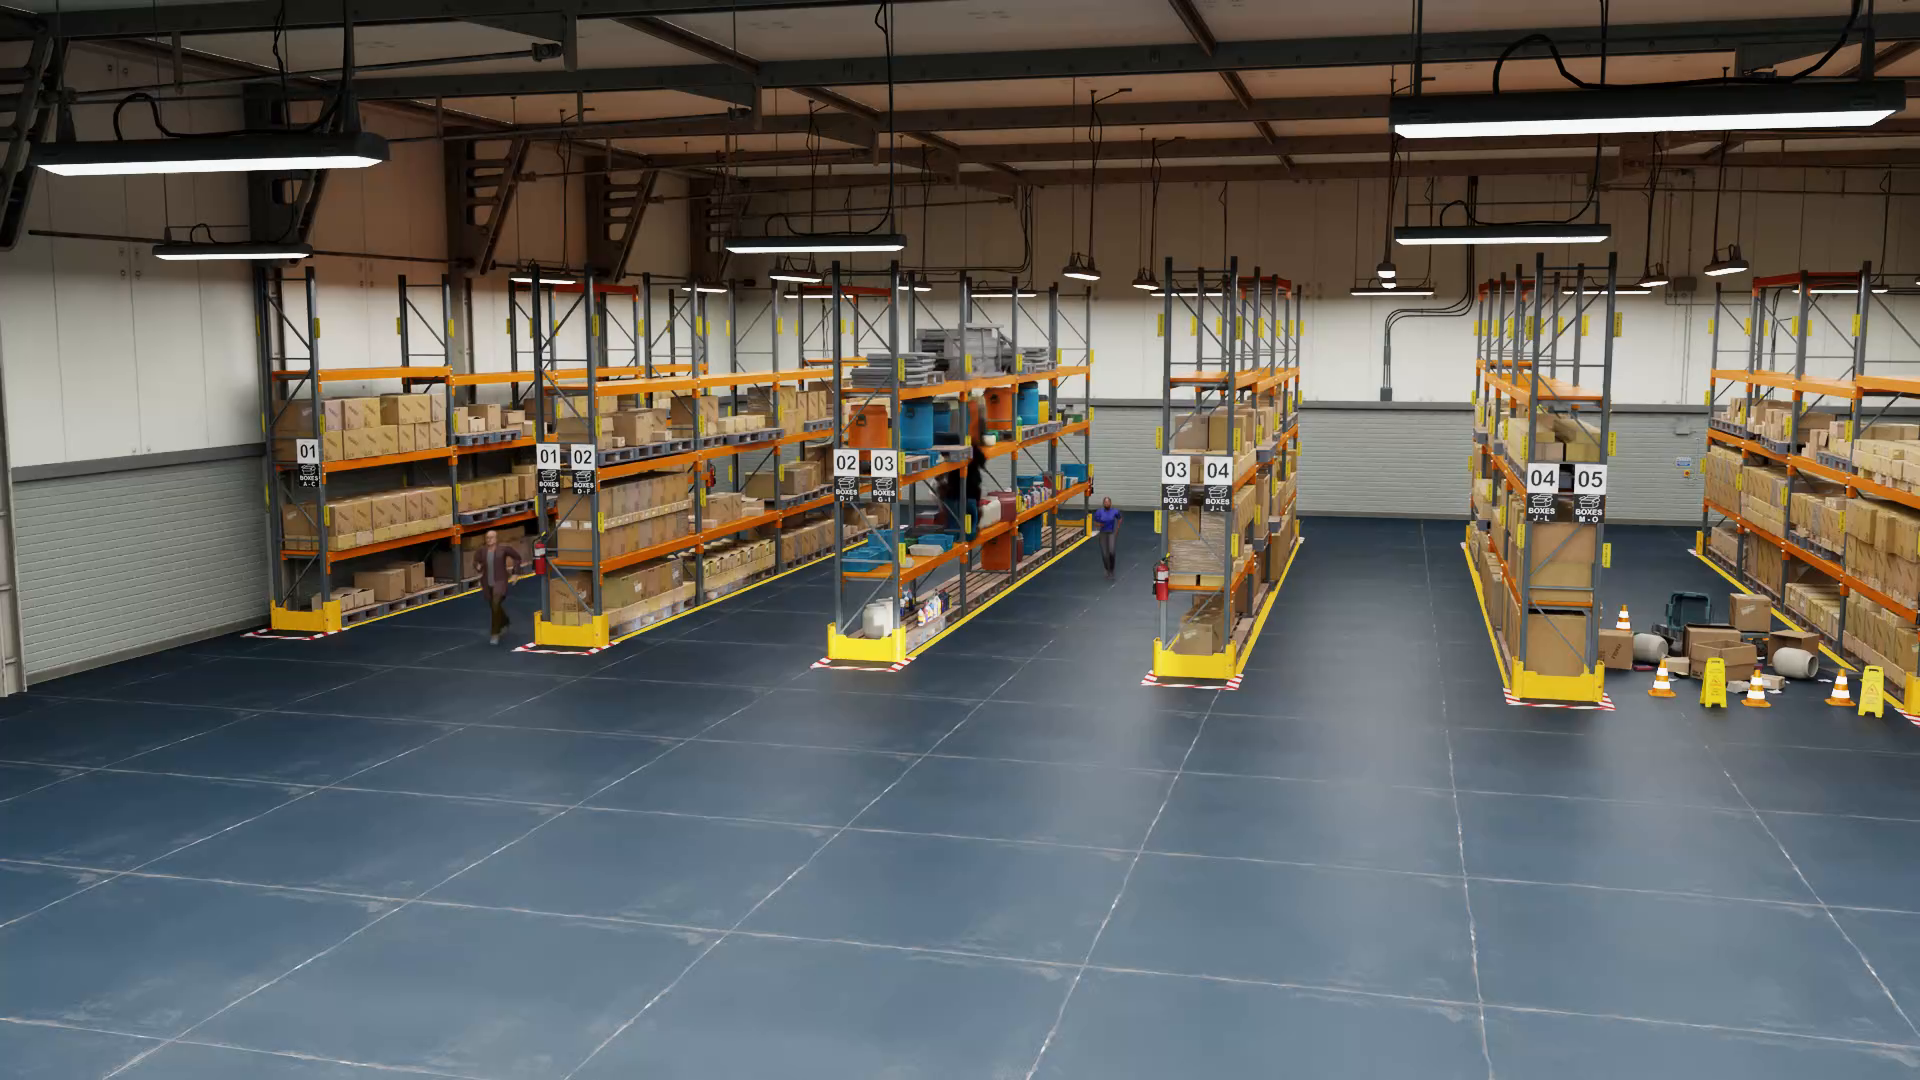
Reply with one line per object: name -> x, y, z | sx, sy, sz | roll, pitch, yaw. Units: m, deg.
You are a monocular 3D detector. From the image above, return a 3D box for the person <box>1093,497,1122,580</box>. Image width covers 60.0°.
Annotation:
person -> 2.960, -0.038, 33.444 | 0.559, 1.673, 0.758 | 1, 7, 10

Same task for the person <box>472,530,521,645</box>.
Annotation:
person -> -7.481, 0.738, 26.825 | 0.726, 1.822, 0.945 | 1, 7, 12

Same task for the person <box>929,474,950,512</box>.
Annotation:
person -> -0.469, -0.991, 41.309 | 0.595, 1.511, 0.529 | 0, 7, -3
